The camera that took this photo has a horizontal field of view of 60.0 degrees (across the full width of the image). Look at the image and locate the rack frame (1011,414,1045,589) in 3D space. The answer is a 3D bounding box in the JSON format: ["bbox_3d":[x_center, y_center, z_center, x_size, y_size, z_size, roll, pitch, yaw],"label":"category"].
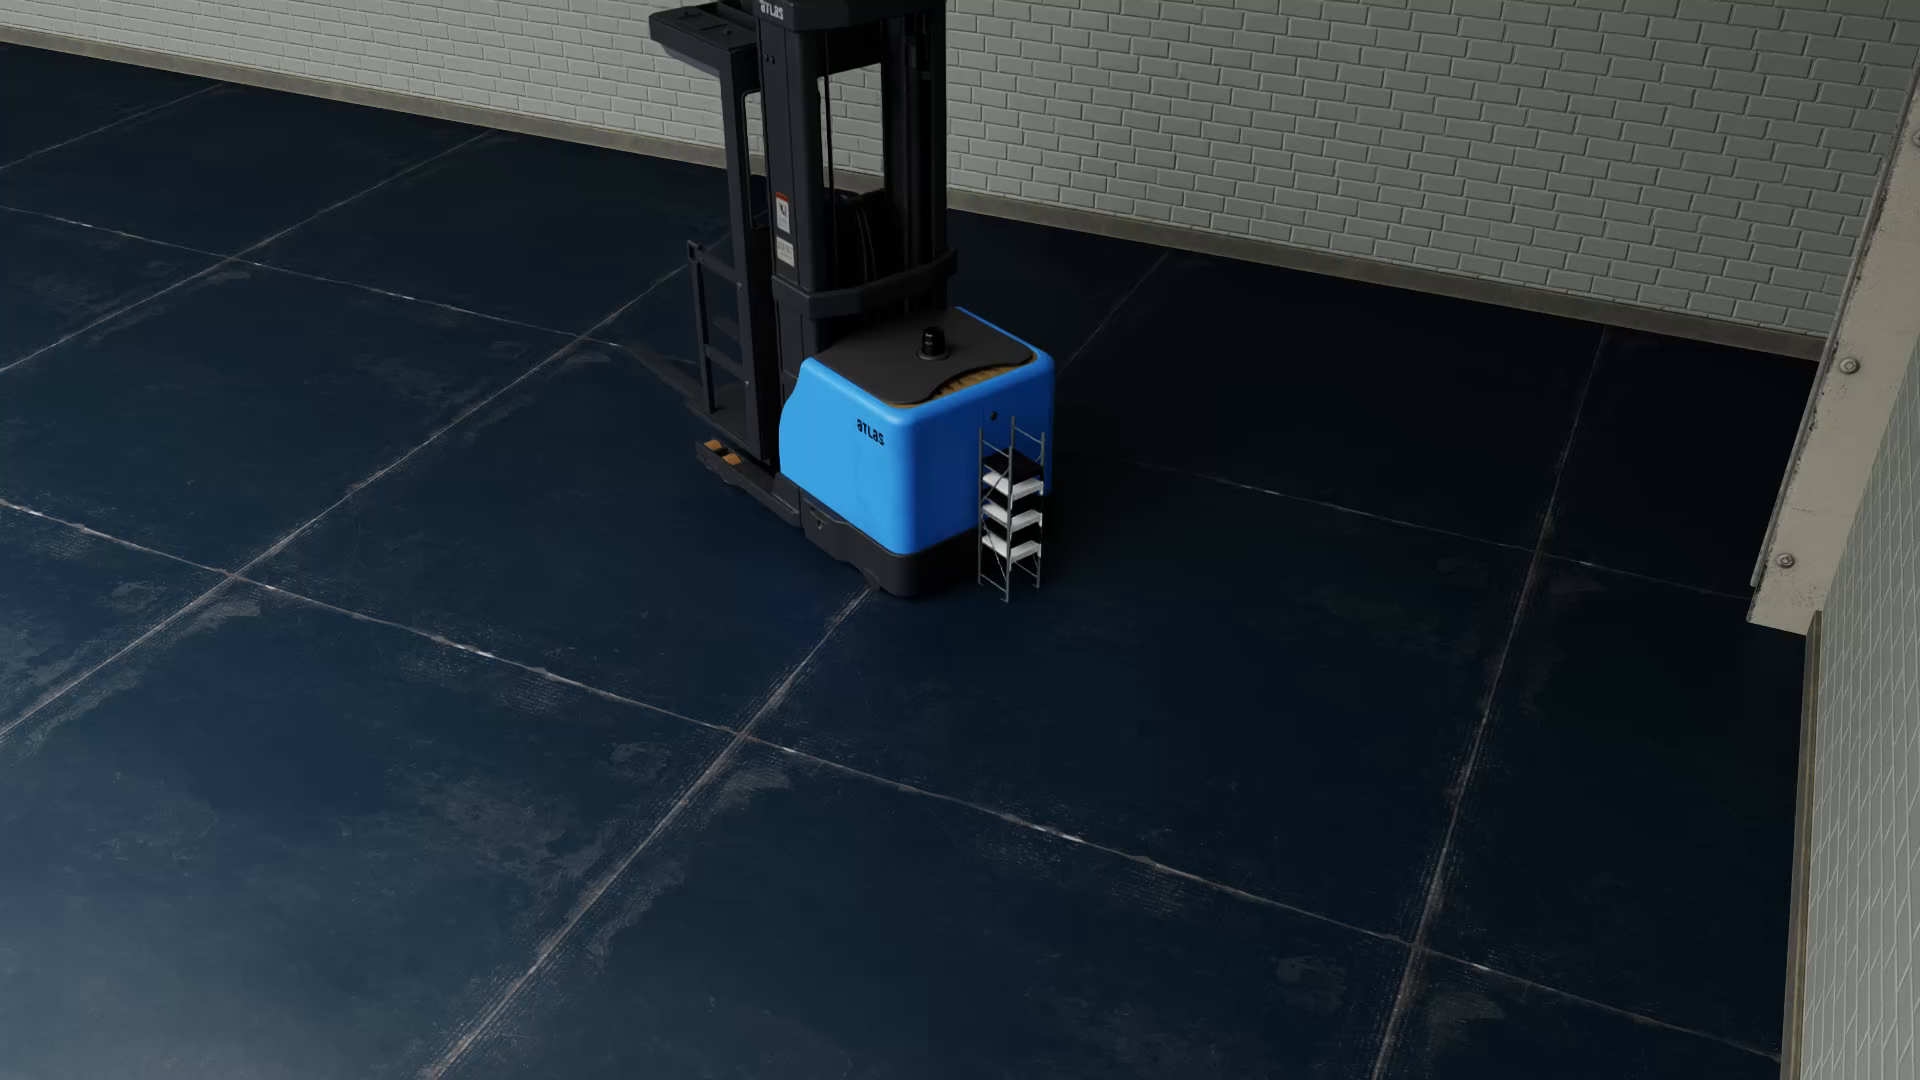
[{"bbox_3d":[0.327,-0.179,8.202,0.006,0.900,0.240,-24,40,-32],"label":"rack frame"}]

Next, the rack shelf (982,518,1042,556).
[{"bbox_3d":[0.247,-0.042,8.217,0.200,0.077,0.258,-24,40,-32],"label":"rack shelf"}]

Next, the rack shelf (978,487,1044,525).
[{"bbox_3d":[0.248,-0.192,8.117,0.200,0.077,0.258,-24,40,-32],"label":"rack shelf"}]

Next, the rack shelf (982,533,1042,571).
[{"bbox_3d":[0.247,0.034,8.266,0.200,0.077,0.258,-24,40,-32],"label":"rack shelf"}]

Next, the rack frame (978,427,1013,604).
[{"bbox_3d":[0.168,-0.109,8.095,0.006,0.900,0.240,-24,40,-32],"label":"rack frame"}]

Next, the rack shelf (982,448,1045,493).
[{"bbox_3d":[0.248,-0.342,8.018,0.200,0.077,0.258,-24,40,-32],"label":"rack shelf"}]

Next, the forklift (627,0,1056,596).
[{"bbox_3d":[-0.827,-1.690,8.655,1.130,2.935,3.031,-24,40,-32],"label":"forklift"}]

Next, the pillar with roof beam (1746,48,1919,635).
[{"bbox_3d":[0.163,-4.415,7.277,9.100,9.000,0.400,14,36,20],"label":"pillar with roof beam"}]

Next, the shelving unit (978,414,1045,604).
[{"bbox_3d":[0.247,-0.144,8.149,0.210,0.900,0.258,-24,40,-32],"label":"shelving unit"}]

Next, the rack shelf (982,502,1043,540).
[{"bbox_3d":[0.247,-0.117,8.167,0.200,0.077,0.258,-24,40,-32],"label":"rack shelf"}]

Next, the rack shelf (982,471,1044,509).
[{"bbox_3d":[0.248,-0.267,8.068,0.200,0.077,0.258,-24,40,-32],"label":"rack shelf"}]
